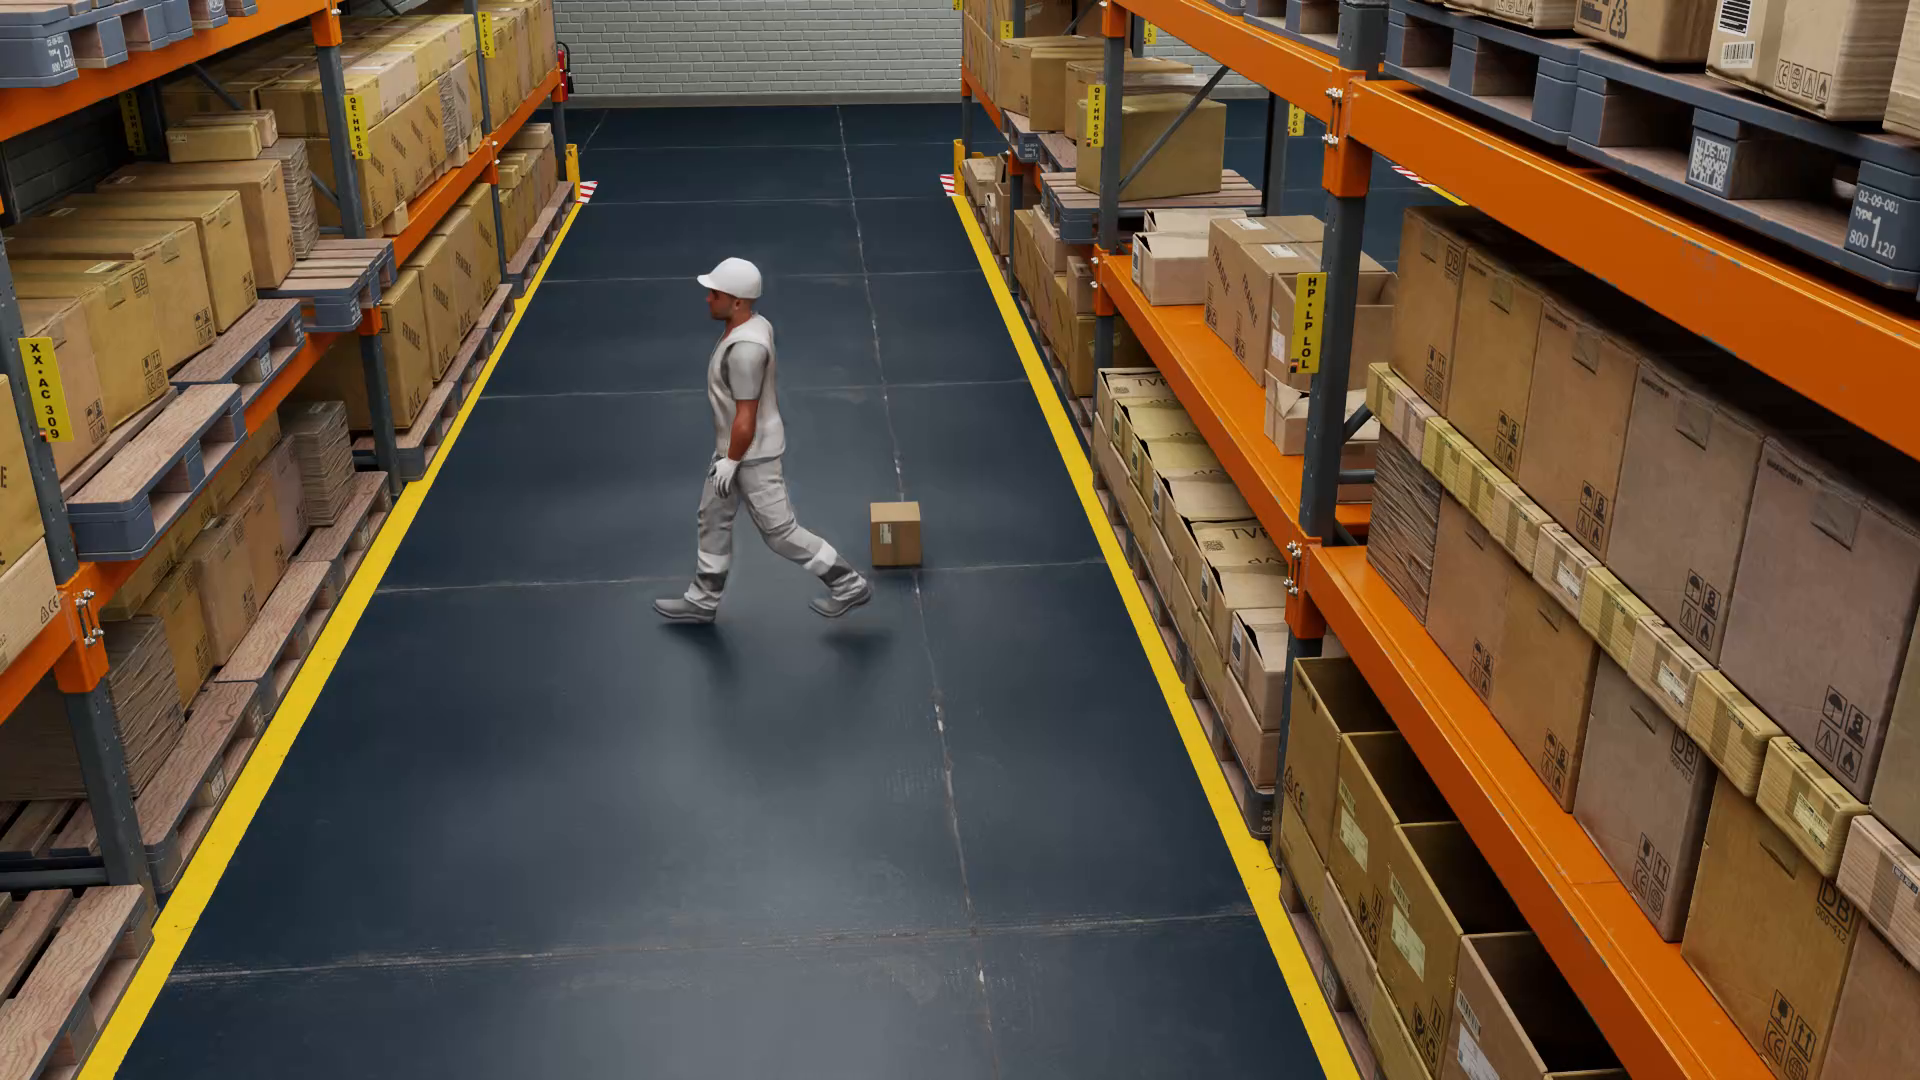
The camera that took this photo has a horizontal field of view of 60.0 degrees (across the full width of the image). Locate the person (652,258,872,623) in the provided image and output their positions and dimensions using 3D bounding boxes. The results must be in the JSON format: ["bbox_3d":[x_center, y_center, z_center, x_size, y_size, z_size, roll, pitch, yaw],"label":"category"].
[{"bbox_3d":[-0.931,-0.408,7.509,1.024,1.761,0.537,-4,24,-8],"label":"person"}]
